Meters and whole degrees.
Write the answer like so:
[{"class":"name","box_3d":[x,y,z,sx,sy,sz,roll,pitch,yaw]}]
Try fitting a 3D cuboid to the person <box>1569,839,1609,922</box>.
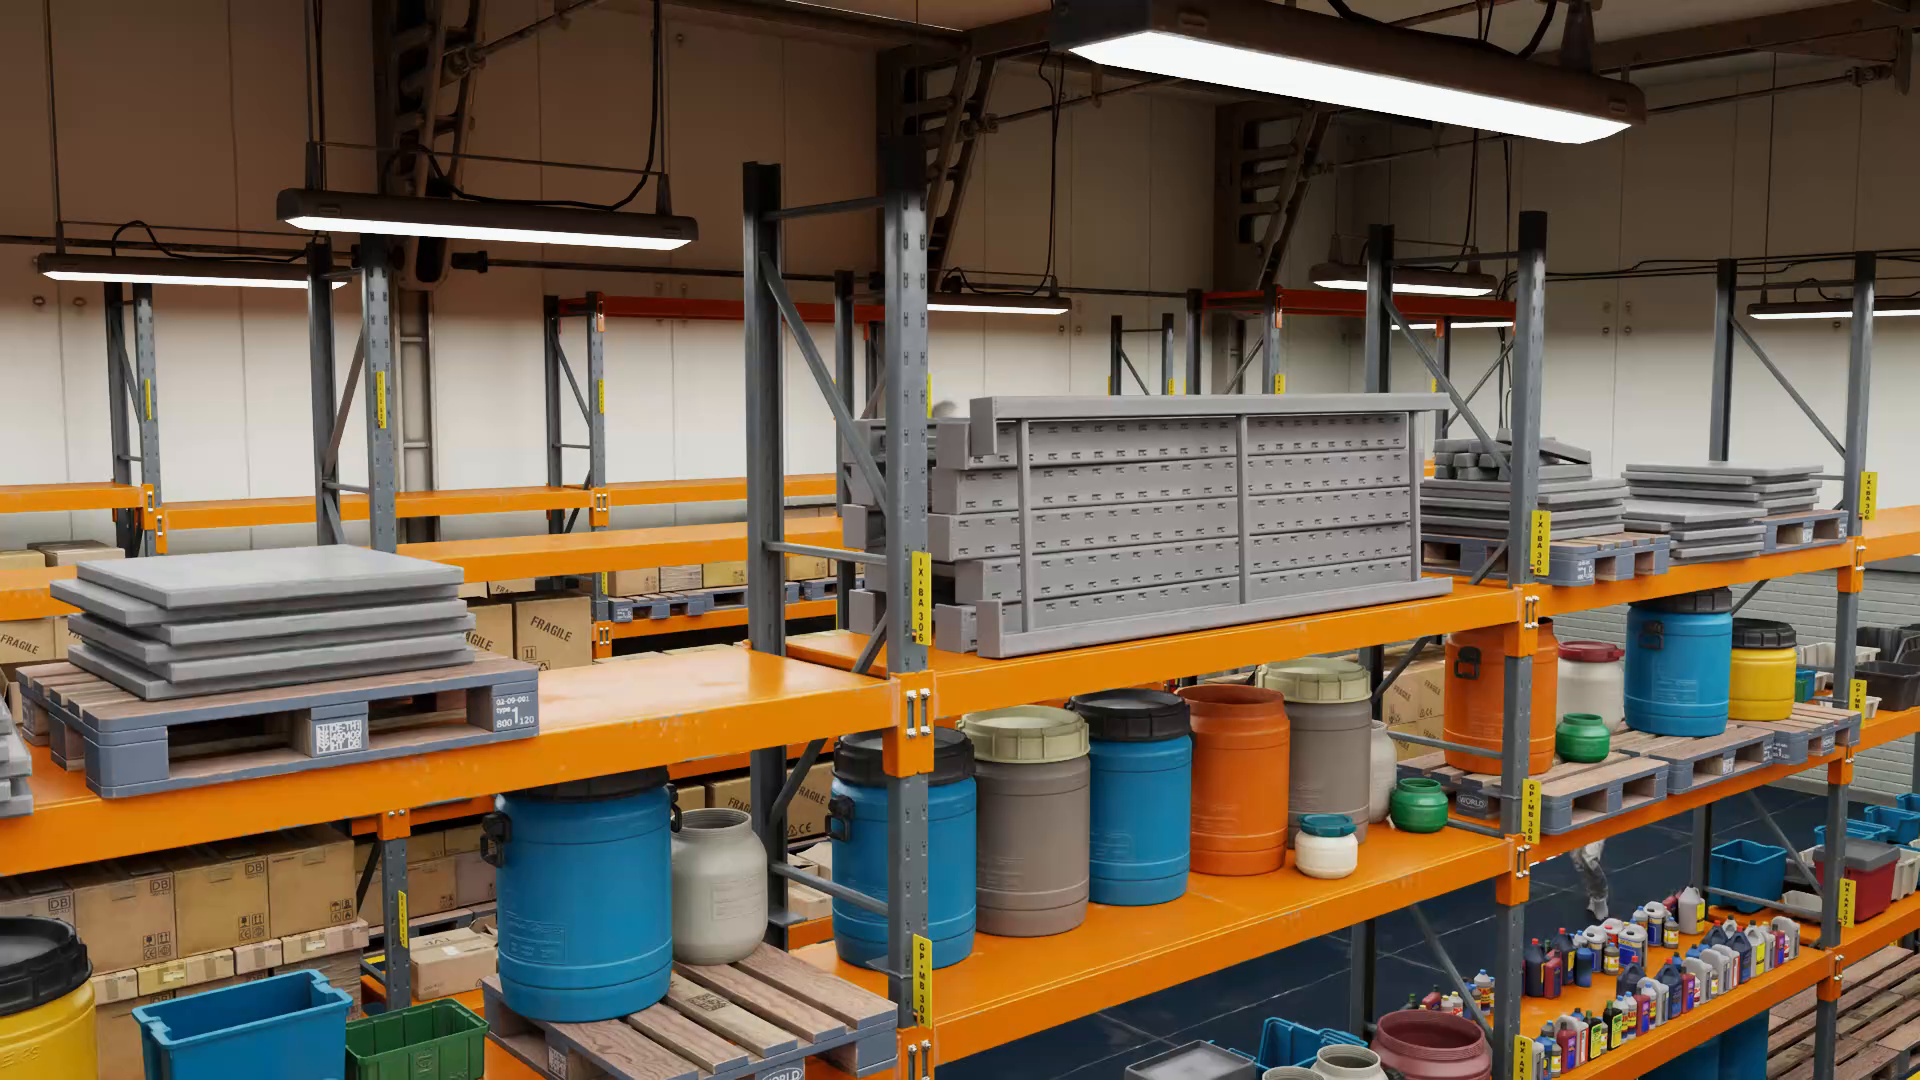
[{"class":"person","box_3d":[6.037,2.758,16.047,0.643,1.770,0.702,-5,8,-44]}]
